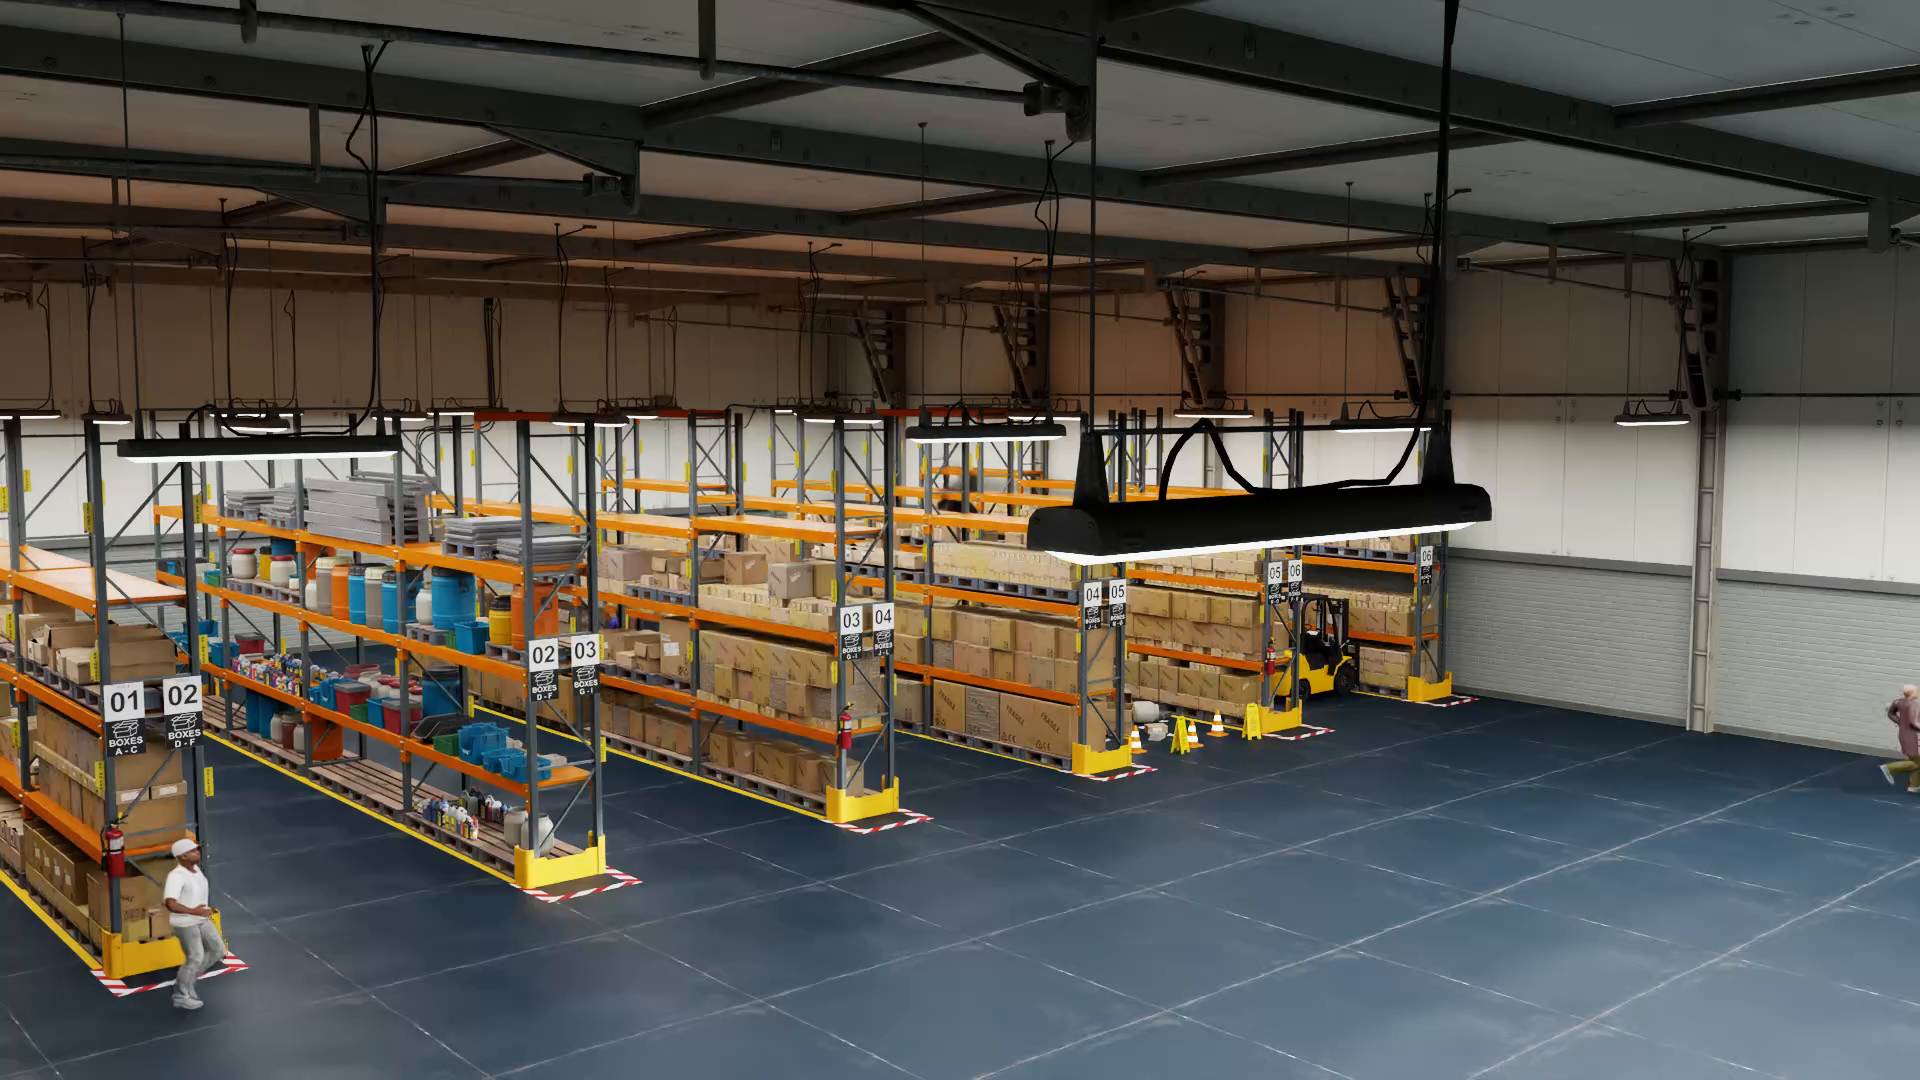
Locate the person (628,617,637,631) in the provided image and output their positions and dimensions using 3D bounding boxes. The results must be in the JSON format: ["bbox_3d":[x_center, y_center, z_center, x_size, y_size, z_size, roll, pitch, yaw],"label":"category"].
[{"bbox_3d":[-8.067,1.879,41.609,0.619,1.598,0.603,2,5,20],"label":"person"}]

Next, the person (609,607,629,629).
[{"bbox_3d":[-7.544,2.288,36.853,0.876,1.649,0.581,5,7,44],"label":"person"}]

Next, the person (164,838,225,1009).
[{"bbox_3d":[-7.927,3.953,17.217,0.536,1.740,0.722,0,5,-3],"label":"person"}]

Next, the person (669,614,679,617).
[{"bbox_3d":[-5.936,2.388,34.565,0.987,1.799,0.653,4,7,42],"label":"person"}]

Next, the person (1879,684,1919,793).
[{"bbox_3d":[15.017,3.152,26.374,0.838,1.752,0.712,1,5,7],"label":"person"}]
